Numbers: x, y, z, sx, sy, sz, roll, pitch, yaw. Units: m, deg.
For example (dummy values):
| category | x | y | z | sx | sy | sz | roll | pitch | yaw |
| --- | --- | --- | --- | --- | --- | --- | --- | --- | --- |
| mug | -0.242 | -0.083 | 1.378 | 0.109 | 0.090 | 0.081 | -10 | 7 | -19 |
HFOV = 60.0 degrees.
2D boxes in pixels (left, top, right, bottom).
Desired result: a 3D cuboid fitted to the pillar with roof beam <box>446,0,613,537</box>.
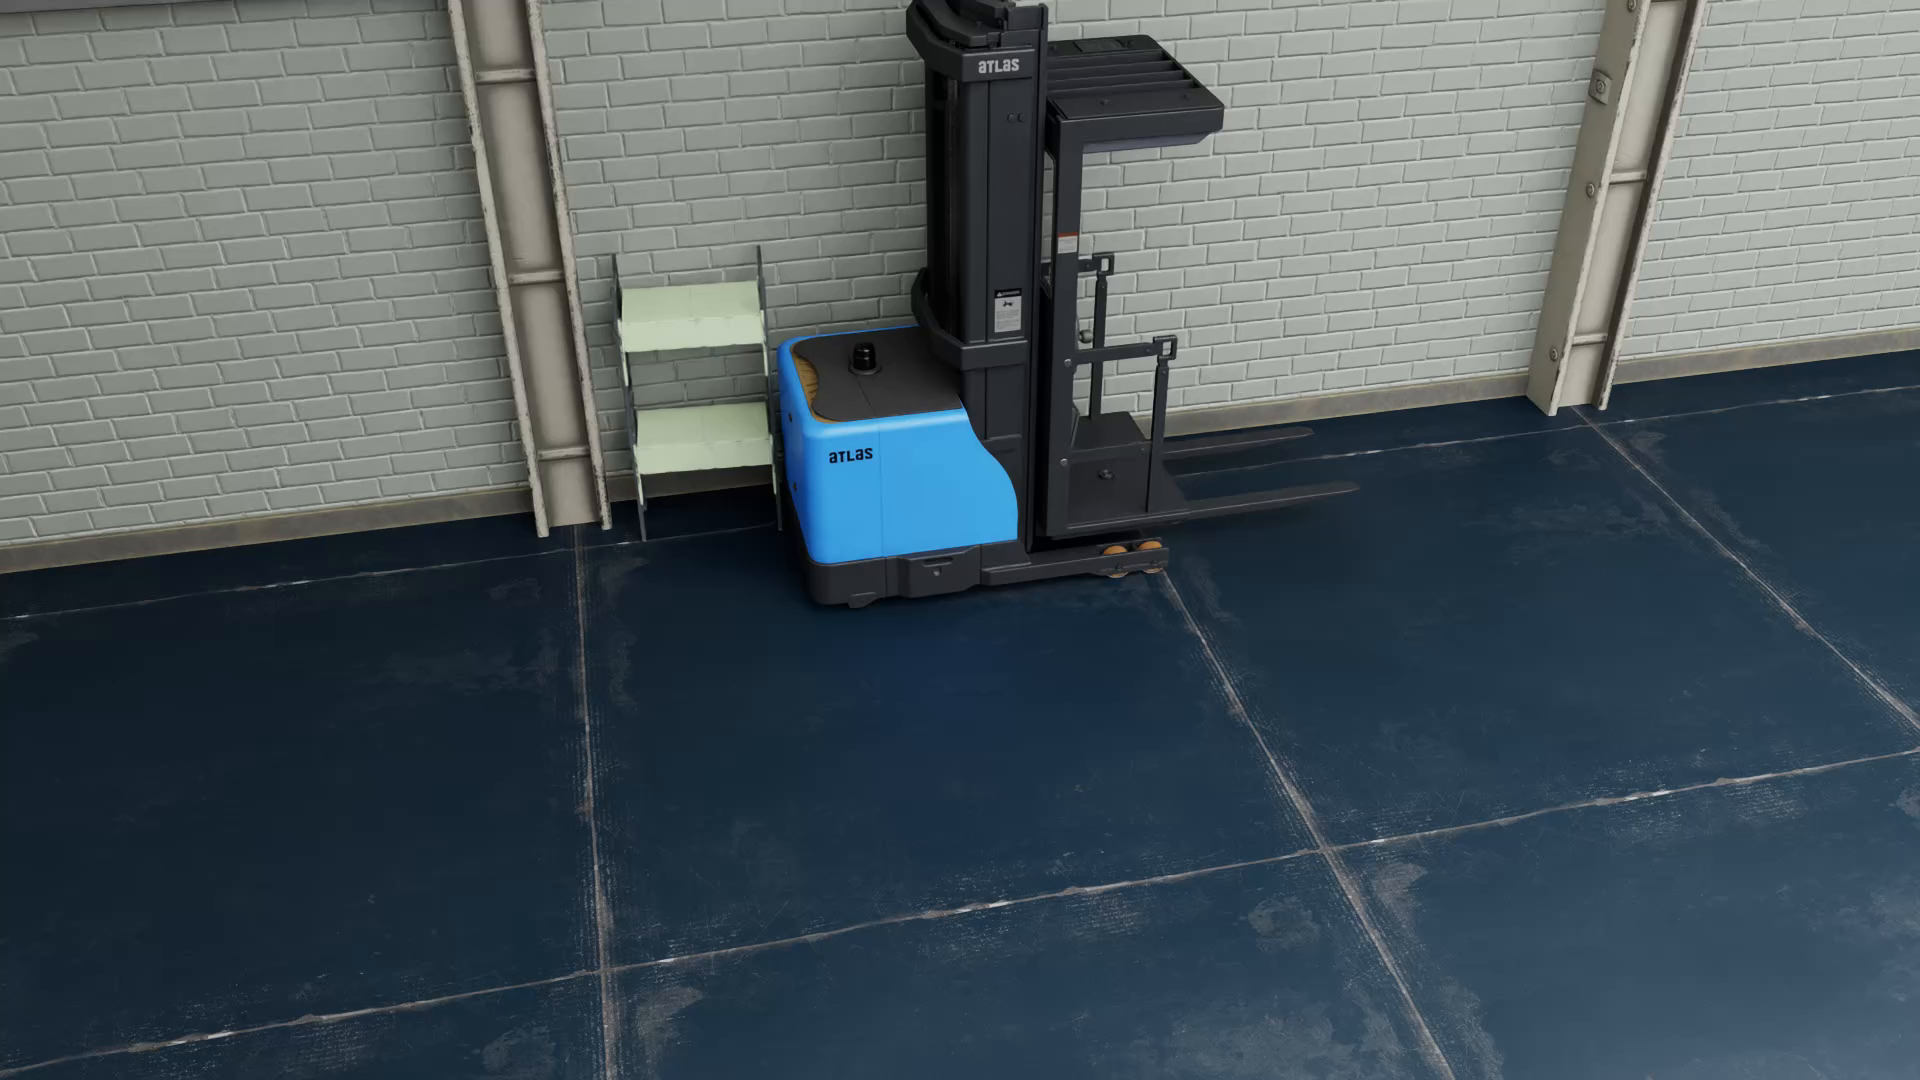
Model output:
| category | x | y | z | sx | sy | sz | roll | pitch | yaw |
| --- | --- | --- | --- | --- | --- | --- | --- | --- | --- |
| pillar with roof beam | -1.174 | -1.519 | 3.162 | 0.400 | 9.000 | 9.100 | -7 | 35 | -11 |

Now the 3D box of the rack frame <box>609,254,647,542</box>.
| category | x | y | z | sx | sy | sz | roll | pitch | yaw |
| --- | --- | --- | --- | --- | --- | --- | --- | --- | --- |
| rack frame | -1.730 | -0.722 | 8.703 | 0.023 | 1.500 | 0.400 | -5 | 34 | -7 |

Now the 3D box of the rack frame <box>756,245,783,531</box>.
| category | x | y | z | sx | sy | sz | roll | pitch | yaw |
| --- | --- | --- | --- | --- | --- | --- | --- | --- | --- |
| rack frame | -1.006 | -0.783 | 8.793 | 0.023 | 1.500 | 0.400 | -5 | 34 | -7 |

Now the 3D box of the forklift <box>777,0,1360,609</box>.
| category | x | y | z | sx | sy | sz | roll | pitch | yaw |
| --- | --- | --- | --- | --- | --- | --- | --- | --- | --- |
| forklift | 0.613 | -1.298 | 8.277 | 3.031 | 2.935 | 1.130 | -8 | 35 | -11 |

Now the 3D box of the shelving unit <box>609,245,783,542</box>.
| category | x | y | z | sx | sy | sz | roll | pitch | yaw |
| --- | --- | --- | --- | --- | --- | --- | --- | --- | --- |
| shelving unit | -1.368 | -0.753 | 8.748 | 0.755 | 1.500 | 0.431 | -5 | 34 | -7 |

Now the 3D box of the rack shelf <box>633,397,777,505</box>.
| category | x | y | z | sx | sy | sz | roll | pitch | yaw |
| --- | --- | --- | --- | --- | --- | --- | --- | --- | --- |
| rack shelf | -1.368 | -0.482 | 8.930 | 0.720 | 0.370 | 0.431 | -5 | 34 | -7 |

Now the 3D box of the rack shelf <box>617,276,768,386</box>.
| category | x | y | z | sx | sy | sz | roll | pitch | yaw |
| --- | --- | --- | --- | --- | --- | --- | --- | --- | --- |
| rack shelf | -1.368 | -1.077 | 8.531 | 0.720 | 0.370 | 0.431 | -5 | 34 | -7 |

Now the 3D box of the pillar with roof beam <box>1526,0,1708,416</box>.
| category | x | y | z | sx | sy | sz | roll | pitch | yaw |
| --- | --- | --- | --- | --- | --- | --- | --- | --- | --- |
| pillar with roof beam | 4.679 | -2.257 | 4.261 | 0.400 | 9.000 | 9.100 | -7 | 35 | -11 |
